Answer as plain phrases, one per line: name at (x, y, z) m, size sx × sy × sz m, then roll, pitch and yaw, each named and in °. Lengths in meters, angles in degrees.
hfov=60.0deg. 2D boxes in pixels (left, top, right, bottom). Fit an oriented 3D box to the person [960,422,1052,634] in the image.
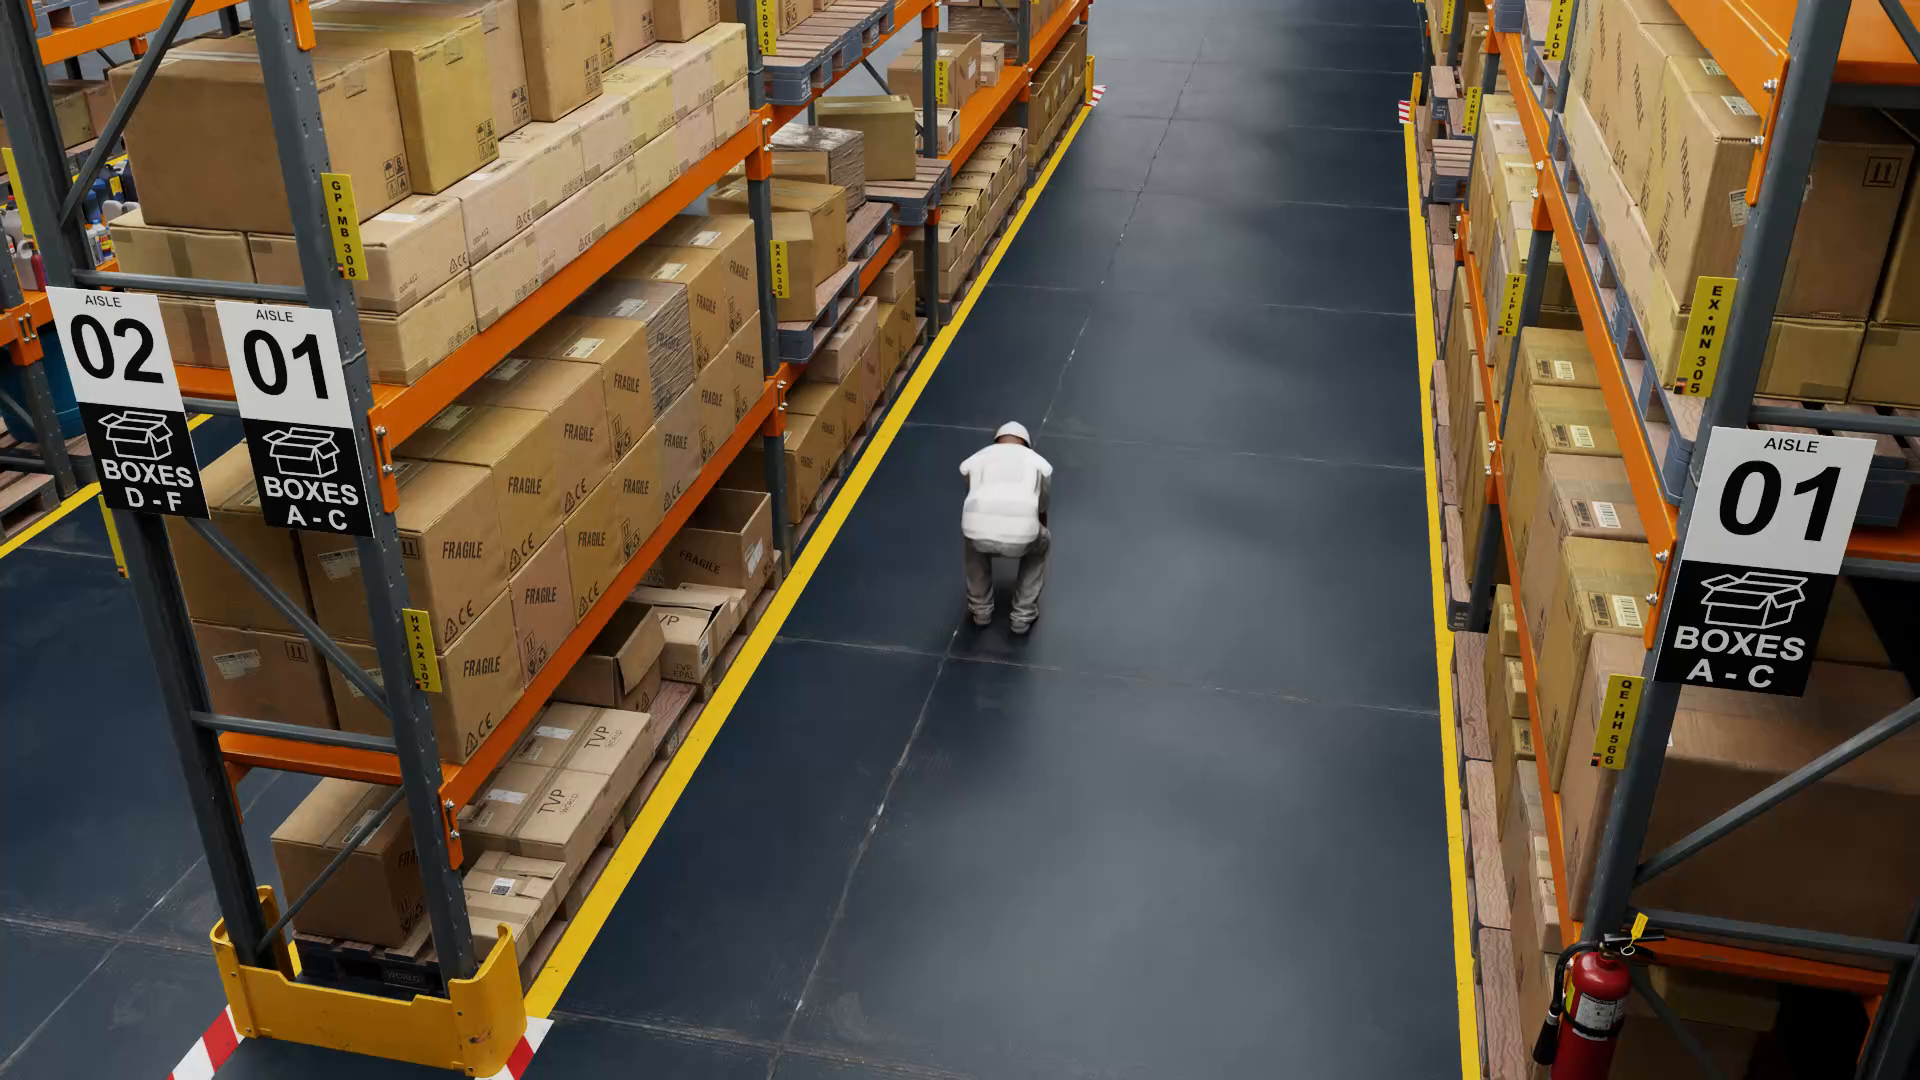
person at (0.251, -0.054, 9.520) m, size 0.548 × 1.002 × 0.972 m, roll 5°, pitch 29°, yaw 8°
